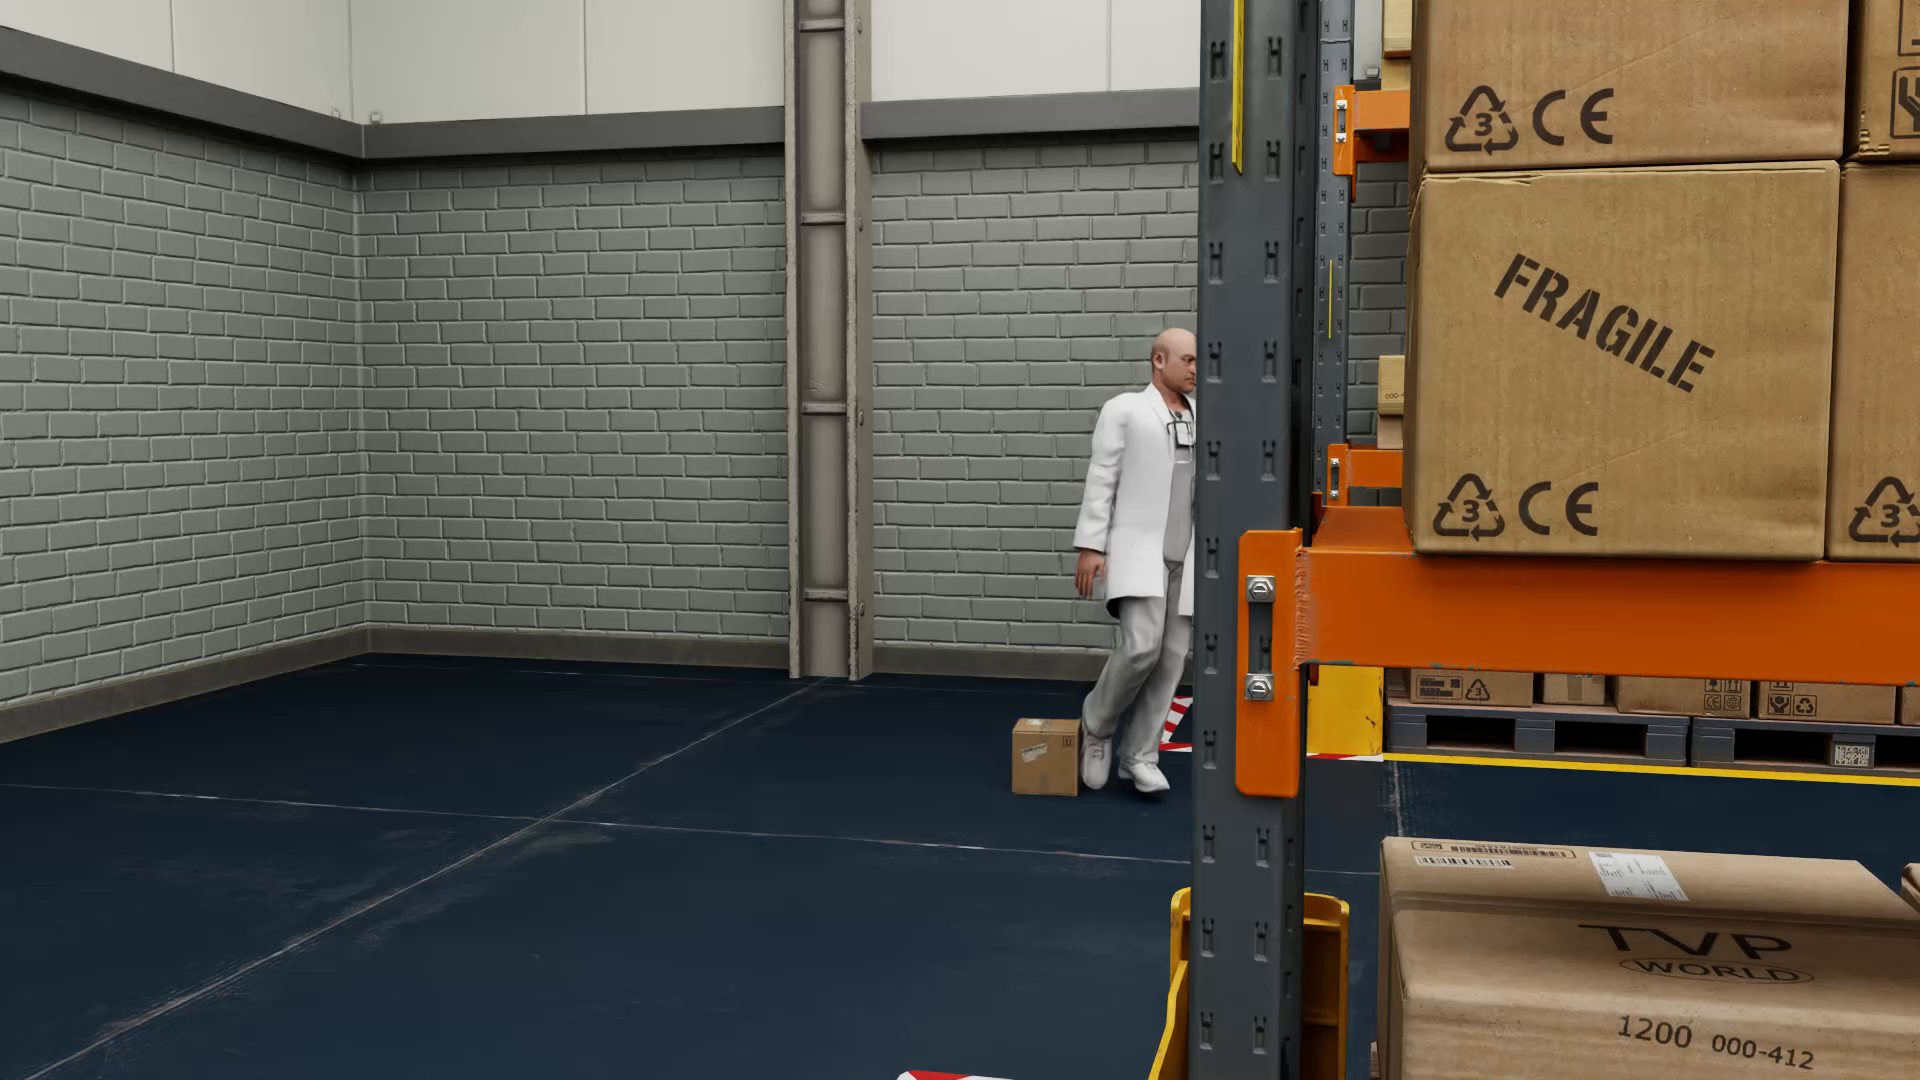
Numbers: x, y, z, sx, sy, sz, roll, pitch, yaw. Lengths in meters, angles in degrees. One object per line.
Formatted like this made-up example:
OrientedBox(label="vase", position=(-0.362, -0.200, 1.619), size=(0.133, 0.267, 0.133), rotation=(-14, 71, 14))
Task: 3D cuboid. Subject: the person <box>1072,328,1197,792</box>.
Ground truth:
OrientedBox(label="person", position=(0.760, 0.077, 6.371), size=(0.639, 1.774, 0.513), rotation=(-2, 5, -21))
